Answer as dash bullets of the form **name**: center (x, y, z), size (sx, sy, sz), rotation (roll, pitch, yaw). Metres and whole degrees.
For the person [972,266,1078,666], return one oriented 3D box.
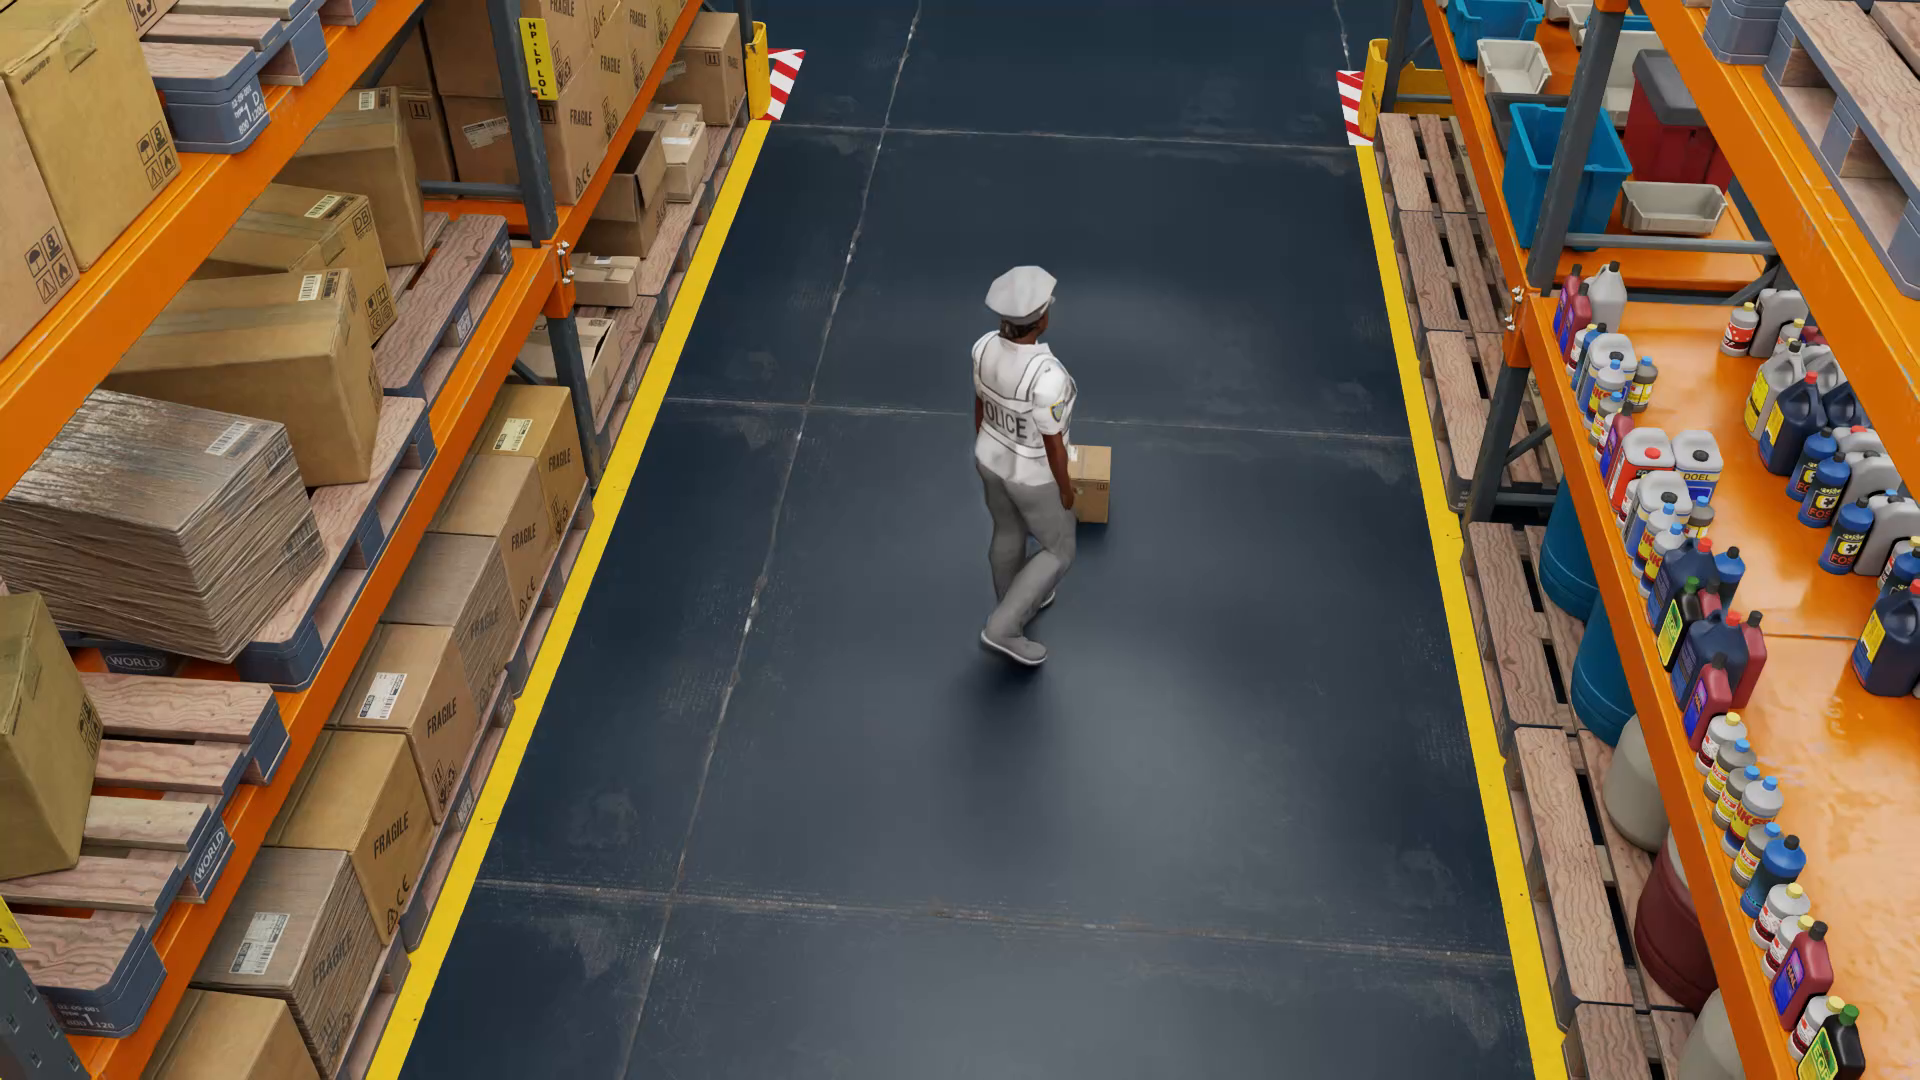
- **person**: center (0.237, -0.269, 6.445), size (0.536, 1.679, 0.497), rotation (-28, 48, -29)
